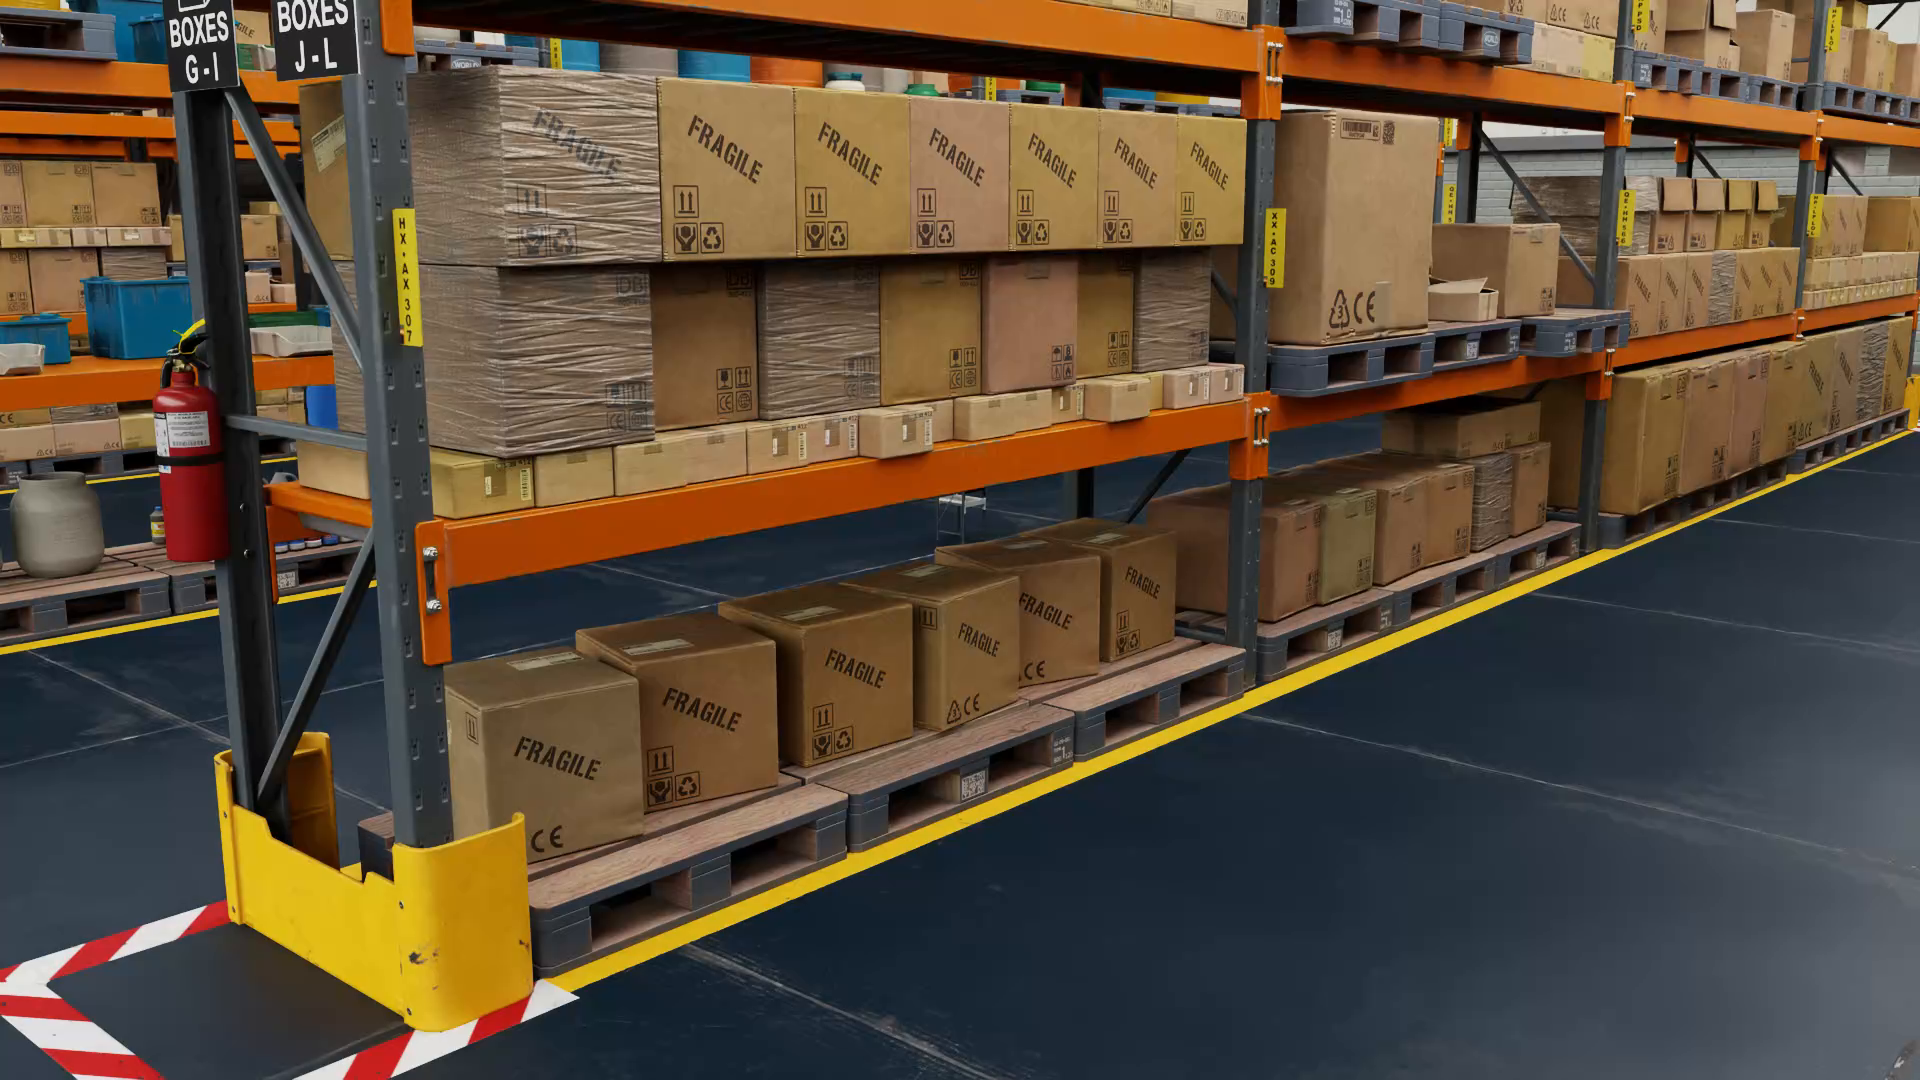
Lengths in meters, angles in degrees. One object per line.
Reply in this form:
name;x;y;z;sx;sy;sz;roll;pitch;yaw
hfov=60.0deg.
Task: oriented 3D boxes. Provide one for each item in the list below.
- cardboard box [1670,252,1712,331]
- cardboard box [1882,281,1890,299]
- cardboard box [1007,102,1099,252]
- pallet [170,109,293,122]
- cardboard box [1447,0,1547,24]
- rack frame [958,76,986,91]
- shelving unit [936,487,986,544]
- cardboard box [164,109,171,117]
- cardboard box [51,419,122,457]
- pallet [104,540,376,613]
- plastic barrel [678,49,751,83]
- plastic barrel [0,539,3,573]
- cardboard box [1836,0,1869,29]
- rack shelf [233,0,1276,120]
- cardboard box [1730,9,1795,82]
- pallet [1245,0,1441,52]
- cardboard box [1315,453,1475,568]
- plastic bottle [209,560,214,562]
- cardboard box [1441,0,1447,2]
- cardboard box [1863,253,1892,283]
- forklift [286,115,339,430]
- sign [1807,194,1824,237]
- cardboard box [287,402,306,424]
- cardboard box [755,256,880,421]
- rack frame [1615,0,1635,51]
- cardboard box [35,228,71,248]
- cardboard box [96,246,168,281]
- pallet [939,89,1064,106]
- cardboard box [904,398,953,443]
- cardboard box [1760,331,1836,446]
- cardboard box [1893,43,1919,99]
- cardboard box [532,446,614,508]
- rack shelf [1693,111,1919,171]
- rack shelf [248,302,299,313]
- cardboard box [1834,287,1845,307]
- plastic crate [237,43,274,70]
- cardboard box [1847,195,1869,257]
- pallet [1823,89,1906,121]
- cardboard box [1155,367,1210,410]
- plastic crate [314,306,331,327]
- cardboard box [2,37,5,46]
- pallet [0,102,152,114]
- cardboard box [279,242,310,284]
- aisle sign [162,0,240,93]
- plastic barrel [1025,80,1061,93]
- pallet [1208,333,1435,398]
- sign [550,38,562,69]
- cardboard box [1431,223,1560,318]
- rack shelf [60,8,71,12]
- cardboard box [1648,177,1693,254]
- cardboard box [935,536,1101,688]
cardboard box;4.740;-1.692;11.268;0.500;0.500;0.500;9;15;39
cardboard box;8.161;-2.263;15.024;0.380;0.149;0.250;9;15;39
cardboard box;0.150;-1.302;6.005;0.500;0.500;0.500;10;15;40
pallet;-5.966;-3.656;14.187;0.805;0.209;1.217;9;14;38
cardboard box;2.745;-2.969;8.730;0.500;0.500;0.500;10;15;41
rack frame;-0.180;-5.037;12.954;1.000;3.000;0.127;10;15;40
shelving unit;0.005;-0.442;10.629;0.258;0.900;0.210;10;15;40
cardboard box;-8.547;-4.728;18.754;0.637;0.503;0.797;-10;15;-40
cardboard box;-7.018;-0.836;13.187;0.500;0.250;0.500;10;15;40
pallet;-4.100;0.135;9.497;1.003;0.211;1.213;10;15;40
plastic barrel;-1.784;-3.519;11.731;0.600;0.901;0.708;10;15;40
plastic barrel;-5.083;-0.011;8.385;0.421;0.512;0.421;0;11;0
cardboard box;7.481;-4.478;14.319;0.500;0.250;0.500;9;15;39
rack shelf;-0.420;-1.690;5.692;1.077;0.370;4.000;10;15;40
cardboard box;5.806;-3.682;12.503;0.700;0.500;0.500;10;15;42
pallet;1.388;-2.322;7.499;1.213;0.211;1.003;10;15;40
cardboard box;2.388;-0.176;9.192;0.500;0.500;0.700;-11;15;-43
plastic bottle;-4.030;-0.022;9.006;0.097;0.271;0.097;0;11;0
cardboard box;1.906;-2.789;8.020;0.797;0.503;0.637;11;15;43
cardboard box;8.030;-2.449;14.937;0.500;0.250;0.500;9;14;38
forklift;-4.575;-1.944;12.960;1.130;2.935;3.031;-4;12;-19
sign;6.595;-2.503;12.832;0.100;0.325;0.005;10;15;40
cardboard box;-5.748;-1.107;14.545;0.500;0.250;0.500;10;15;42
cardboard box;-0.754;-0.707;5.577;0.875;0.500;0.500;10;15;40
rack frame;3.541;-4.396;9.748;1.000;3.000;0.127;10;15;40
cardboard box;-7.065;-2.333;12.822;0.380;0.149;0.250;10;15;40
cardboard box;-6.827;-2.130;13.463;0.700;0.500;0.500;9;15;39
pallet;0.399;-3.573;13.766;1.003;0.211;1.213;10;15;40
cardboard box;-0.244;-0.428;5.835;0.380;0.149;0.250;10;15;40
cardboard box;6.677;-1.294;13.883;0.875;0.875;0.875;10;15;40
cardboard box;8.519;-4.323;15.456;0.700;0.500;0.500;9;14;37
cardboard box;-1.193;-0.200;4.694;0.380;0.149;0.250;10;15;40
rack shelf;7.502;-3.455;14.532;1.077;0.370;4.000;10;15;40
rack shelf;-5.218;-2.089;15.348;1.077;0.370;4.000;10;15;40
cardboard box;7.146;-2.037;13.892;0.380;0.149;0.250;9;15;39
plastic crate;-4.066;-2.676;9.336;0.336;0.188;0.450;10;15;40
cardboard box;7.360;-2.669;14.125;0.500;0.500;0.500;9;15;39
pallet;7.535;-3.768;14.487;1.003;0.211;1.213;10;15;40
cardboard box;0.807;-0.638;6.887;0.380;0.149;0.250;10;15;40
plastic crate;-3.347;-1.236;9.618;0.499;0.251;0.616;10;15;40
cardboard box;-7.425;-3.730;12.866;0.500;0.311;0.500;9;14;37
pallet;-7.082;-3.446;12.874;1.003;0.211;1.213;10;15;40
cardboard box;-5.671;-2.385;14.738;0.500;0.500;0.500;-11;16;-43
aisle sign;-2.006;-1.582;4.336;0.394;0.787;0.004;10;15;40
plastic barrel;0.692;-3.822;13.853;0.294;0.245;0.294;0;11;0
pallet;1.514;-0.866;7.876;1.003;0.211;1.213;10;15;40
sign;-2.414;-2.909;9.936;0.100;0.325;0.005;10;15;40
cardboard box;2.921;-1.530;9.385;0.500;0.500;0.700;-9;15;-39
rack shelf;-8.942;-5.475;18.003;1.077;0.370;4.000;10;15;40
cardboard box;4.468;-2.196;11.234;0.797;0.503;0.637;10;15;42
cardboard box;0.234;0.293;6.897;0.500;0.500;0.500;-7;13;-30
